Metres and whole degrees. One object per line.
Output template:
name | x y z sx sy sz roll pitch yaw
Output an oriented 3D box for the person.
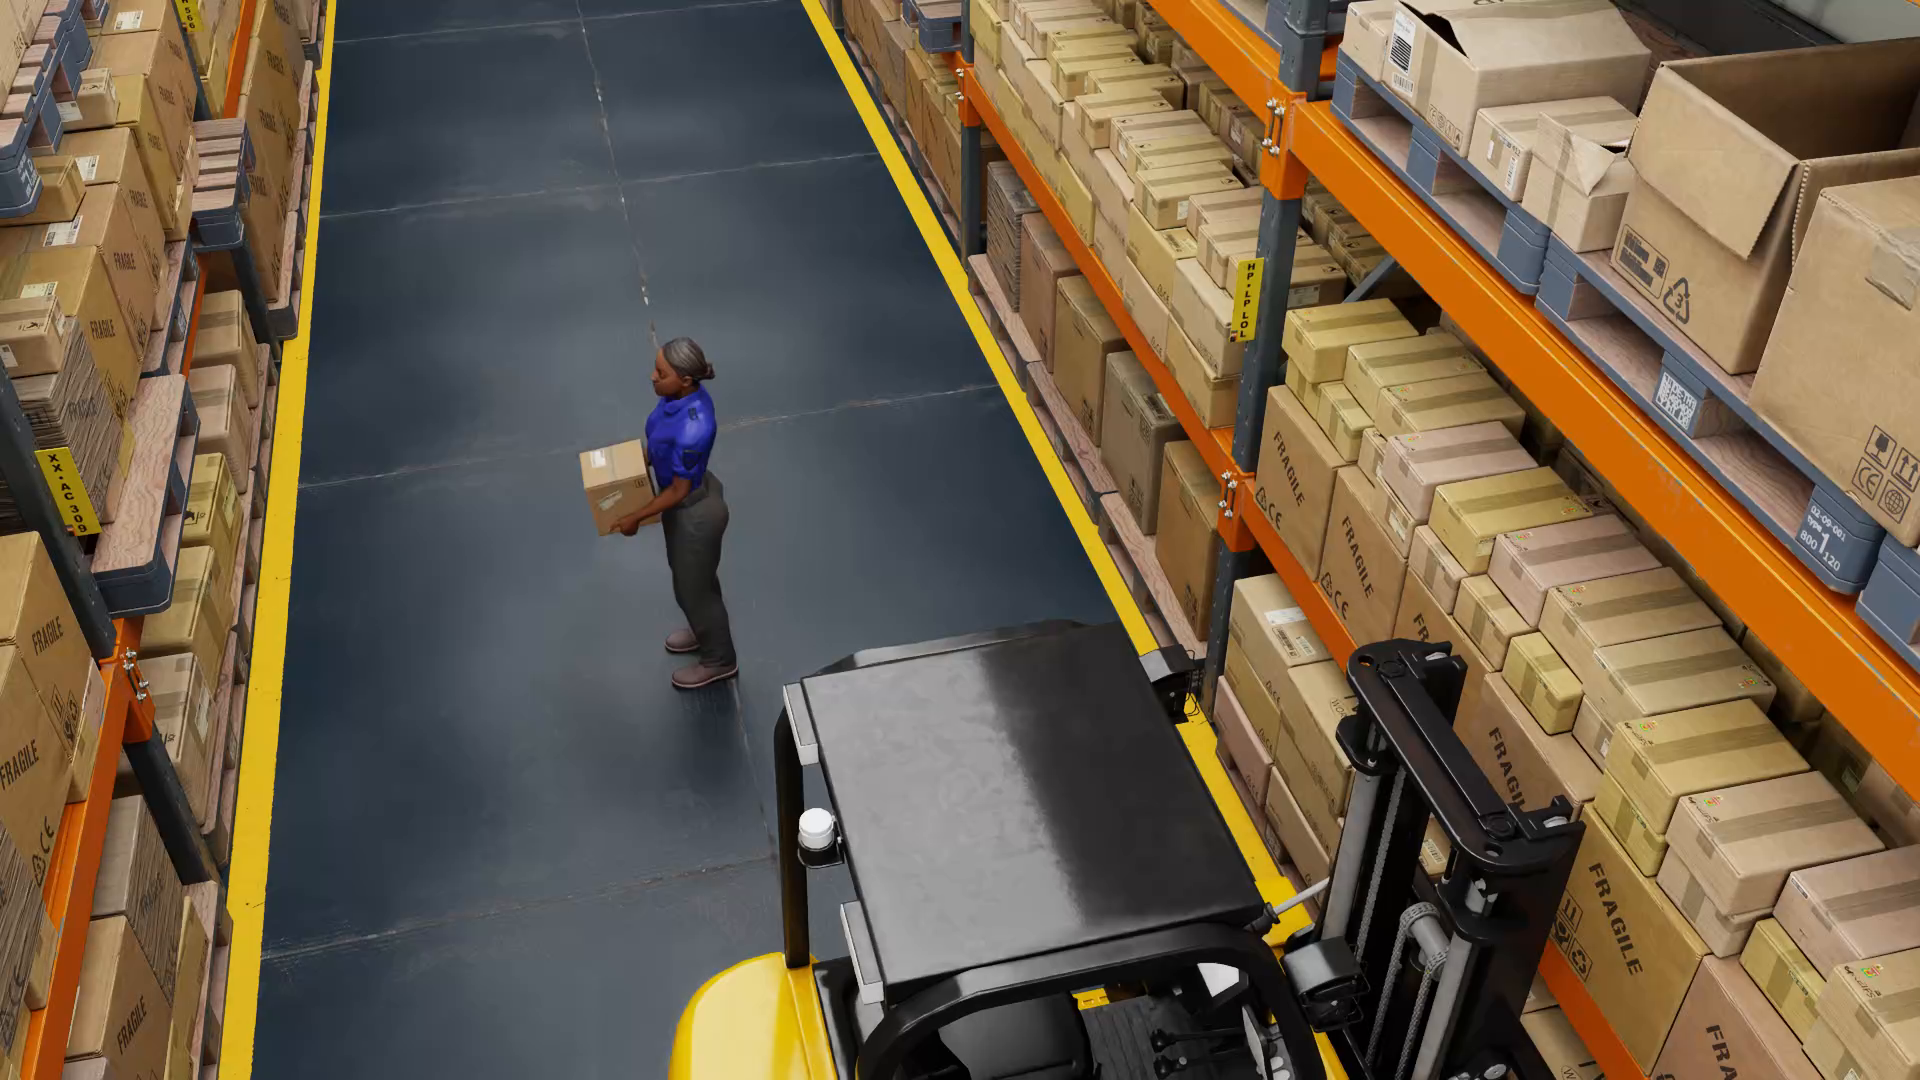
person | -1.200 -0.105 6.858 0.503 1.654 0.450 -9 39 -11
